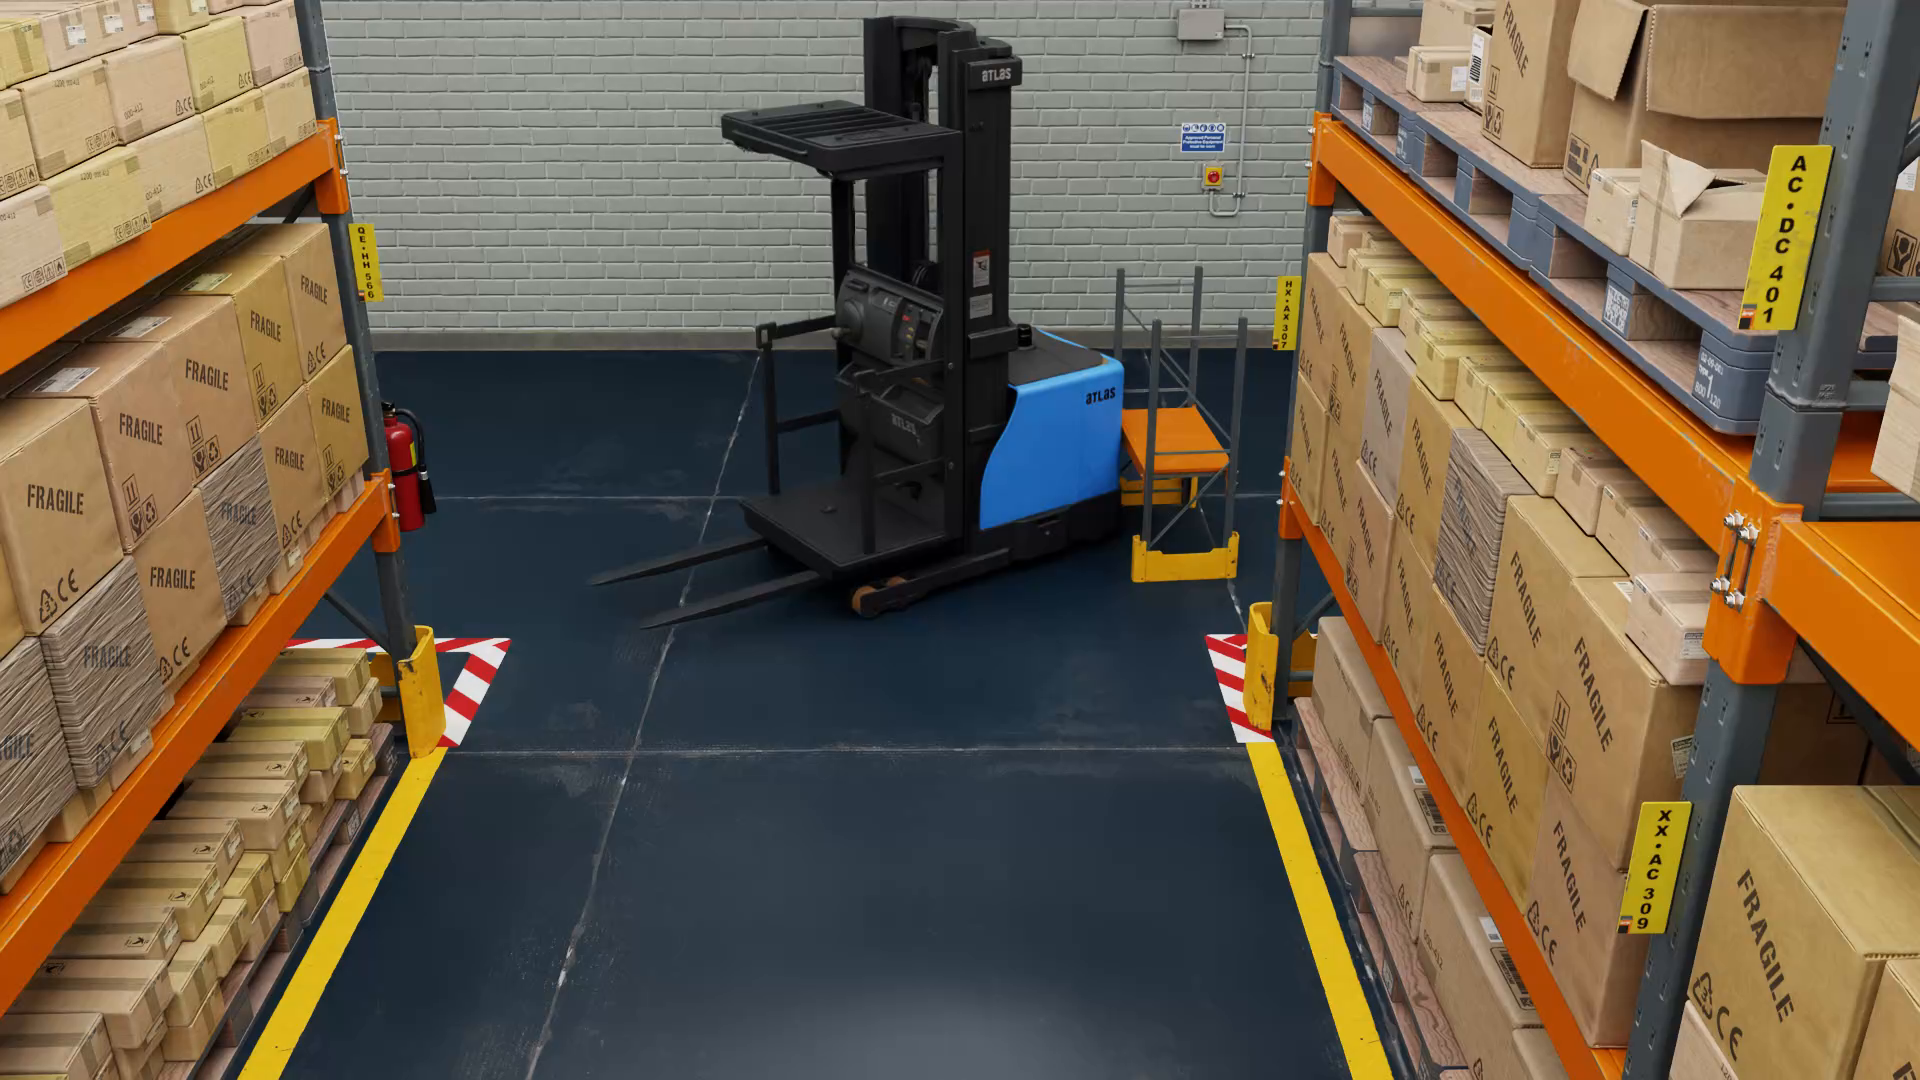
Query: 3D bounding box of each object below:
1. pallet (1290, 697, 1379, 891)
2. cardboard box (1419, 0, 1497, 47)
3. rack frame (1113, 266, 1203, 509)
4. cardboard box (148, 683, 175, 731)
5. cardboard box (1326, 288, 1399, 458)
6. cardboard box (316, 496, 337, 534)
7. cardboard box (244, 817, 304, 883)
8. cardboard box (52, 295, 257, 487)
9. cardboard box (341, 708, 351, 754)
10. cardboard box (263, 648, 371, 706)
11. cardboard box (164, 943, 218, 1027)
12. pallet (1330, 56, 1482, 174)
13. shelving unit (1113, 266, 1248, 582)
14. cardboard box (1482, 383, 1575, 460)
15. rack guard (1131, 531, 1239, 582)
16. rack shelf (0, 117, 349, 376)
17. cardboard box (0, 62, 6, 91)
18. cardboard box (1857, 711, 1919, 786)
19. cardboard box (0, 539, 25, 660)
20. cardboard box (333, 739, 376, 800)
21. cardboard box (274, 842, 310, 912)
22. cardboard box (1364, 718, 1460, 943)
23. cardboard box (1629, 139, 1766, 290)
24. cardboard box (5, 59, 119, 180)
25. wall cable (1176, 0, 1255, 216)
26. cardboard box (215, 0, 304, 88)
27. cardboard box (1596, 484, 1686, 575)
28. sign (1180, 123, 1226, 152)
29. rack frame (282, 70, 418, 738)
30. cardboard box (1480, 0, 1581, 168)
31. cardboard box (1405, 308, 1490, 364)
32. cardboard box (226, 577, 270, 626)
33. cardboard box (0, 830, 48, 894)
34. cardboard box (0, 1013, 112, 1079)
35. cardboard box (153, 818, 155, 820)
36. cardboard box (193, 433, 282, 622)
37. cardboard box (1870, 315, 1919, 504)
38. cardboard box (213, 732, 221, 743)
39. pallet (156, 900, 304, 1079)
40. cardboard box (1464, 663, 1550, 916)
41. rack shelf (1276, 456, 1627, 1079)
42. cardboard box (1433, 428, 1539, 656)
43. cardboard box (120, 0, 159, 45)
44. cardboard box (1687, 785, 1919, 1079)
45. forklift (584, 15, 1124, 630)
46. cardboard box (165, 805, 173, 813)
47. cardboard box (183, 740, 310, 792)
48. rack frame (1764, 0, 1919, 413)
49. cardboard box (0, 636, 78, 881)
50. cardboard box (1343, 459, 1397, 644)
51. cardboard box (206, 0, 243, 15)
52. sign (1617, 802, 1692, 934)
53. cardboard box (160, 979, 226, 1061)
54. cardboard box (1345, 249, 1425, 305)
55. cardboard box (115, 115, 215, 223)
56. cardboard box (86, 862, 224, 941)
[{"bbox_3d":[2.038,1.062,7.146,1.003,0.211,1.213,0,24,-1],"label":"pallet"},{"bbox_3d":[2.046,-1.888,6.196,0.500,0.250,0.500,-2,24,-5],"label":"cardboard box"},{"bbox_3d":[1.154,-0.886,9.889,0.500,1.500,0.032,-2,24,-5],"label":"rack frame"},{"bbox_3d":[-2.742,0.518,5.270,0.380,0.149,0.250,1,24,1],"label":"cardboard box"},{"bbox_3d":[1.685,-0.627,6.162,0.500,0.500,0.500,-1,24,-2],"label":"cardboard box"},{"bbox_3d":[-2.746,-0.124,6.688,0.380,0.149,0.250,0,24,-1],"label":"cardboard box"},{"bbox_3d":[-2.680,1.142,6.174,0.380,0.149,0.250,0,24,0],"label":"cardboard box"},{"bbox_3d":[-2.723,-0.500,5.520,0.500,0.500,0.500,1,24,2],"label":"cardboard box"},{"bbox_3d":[-2.757,0.822,6.881,0.380,0.149,0.250,-1,24,-2],"label":"cardboard box"},{"bbox_3d":[-2.738,0.580,7.056,0.380,0.149,0.250,0,24,0],"label":"cardboard box"},{"bbox_3d":[-2.688,1.463,5.465,0.380,0.149,0.250,0,24,-1],"label":"cardboard box"},{"bbox_3d":[1.970,-1.558,6.023,1.003,0.211,1.213,0,24,-1],"label":"pallet"},{"bbox_3d":[1.202,-0.681,9.436,0.587,1.500,1.083,-2,24,-5],"label":"shelving unit"},{"bbox_3d":[1.723,-0.339,4.737,0.380,0.149,0.250,-1,24,-2],"label":"cardboard box"},{"bbox_3d":[1.250,0.092,9.242,0.587,0.250,0.087,-2,24,-5],"label":"rack guard"},{"bbox_3d":[-2.975,-0.689,4.866,1.077,0.370,4.000,0,24,-1],"label":"rack shelf"},{"bbox_3d":[-2.681,-1.196,4.207,0.380,0.149,0.250,1,24,2],"label":"cardboard box"},{"bbox_3d":[2.232,0.412,3.864,0.500,0.500,0.500,0,24,0],"label":"cardboard box"},{"bbox_3d":[-2.736,0.137,4.111,0.500,0.500,0.500,-1,24,-2],"label":"cardboard box"},{"bbox_3d":[-2.679,0.955,6.948,0.380,0.149,0.250,0,24,1],"label":"cardboard box"},{"bbox_3d":[-2.681,1.271,6.250,0.380,0.149,0.250,-1,24,-3],"label":"cardboard box"},{"bbox_3d":[2.077,1.087,6.306,0.875,0.438,0.875,0,24,1],"label":"cardboard box"},{"bbox_3d":[1.668,-0.694,3.536,0.396,0.266,0.258,1,24,1],"label":"cardboard box"},{"bbox_3d":[-2.734,-1.182,4.658,0.500,0.250,0.500,-1,24,-3],"label":"cardboard box"},{"bbox_3d":[1.867,-3.338,12.220,0.585,1.953,0.123,0,24,-1],"label":"wall cable"},{"bbox_3d":[-2.738,-1.811,6.050,0.500,0.250,0.500,-1,24,-2],"label":"cardboard box"},{"bbox_3d":[1.786,-0.024,4.040,0.380,0.149,0.250,0,24,0],"label":"cardboard box"},{"bbox_3d":[1.818,-3.009,12.436,0.327,0.218,0.001,0,24,-1],"label":"sign"},{"bbox_3d":[-2.997,-0.474,7.158,1.000,3.000,0.127,0,24,-1],"label":"rack frame"},{"bbox_3d":[1.824,-1.356,4.715,0.500,0.500,0.500,0,24,0],"label":"cardboard box"},{"bbox_3d":[1.678,-0.652,5.430,0.380,0.149,0.250,0,24,0],"label":"cardboard box"},{"bbox_3d":[-2.728,0.193,5.987,0.380,0.149,0.250,-1,24,-3],"label":"cardboard box"},{"bbox_3d":[-2.759,0.843,4.551,0.380,0.149,0.250,-1,24,-3],"label":"cardboard box"},{"bbox_3d":[-2.771,1.543,4.927,0.380,0.149,0.250,-1,24,-2],"label":"cardboard box"},{"bbox_3d":[-3.218,1.144,6.170,0.380,0.149,0.250,-1,24,-3],"label":"cardboard box"},{"bbox_3d":[-2.719,-0.050,5.738,0.500,0.500,0.500,0,24,0],"label":"cardboard box"},{"bbox_3d":[1.651,-0.179,2.518,0.396,0.266,0.258,0,24,-1],"label":"cardboard box"},{"bbox_3d":[-3.302,0.828,6.867,0.380,0.149,0.250,0,24,-1],"label":"cardboard box"},{"bbox_3d":[-3.012,1.664,5.814,1.003,0.211,1.213,0,24,-1],"label":"pallet"},{"bbox_3d":[1.723,0.663,4.523,0.500,0.500,0.500,-1,24,-2],"label":"cardboard box"},{"bbox_3d":[1.973,0.614,5.625,1.077,0.370,4.000,0,24,-1],"label":"rack shelf"},{"bbox_3d":[1.702,-0.003,4.781,0.500,0.500,0.500,0,24,0],"label":"cardboard box"},{"bbox_3d":[-2.738,-1.625,5.155,0.380,0.149,0.250,-1,24,-2],"label":"cardboard box"},{"bbox_3d":[1.712,0.792,3.024,0.500,0.500,0.500,0,24,0],"label":"cardboard box"},{"bbox_3d":[-0.552,-1.168,8.775,3.031,2.935,1.130,-17,29,-32],"label":"forklift"},{"bbox_3d":[-3.217,1.061,6.714,0.380,0.149,0.250,0,24,0],"label":"cardboard box"},{"bbox_3d":[-2.723,0.897,6.356,0.380,0.149,0.250,-1,24,-3],"label":"cardboard box"},{"bbox_3d":[1.995,-1.623,2.418,1.000,3.000,0.127,0,24,-1],"label":"rack frame"},{"bbox_3d":[-2.719,0.584,4.336,0.500,0.500,0.500,0,24,-1],"label":"cardboard box"},{"bbox_3d":[1.691,0.034,5.914,0.500,0.500,0.500,0,24,-1],"label":"cardboard box"},{"bbox_3d":[-2.773,-1.944,5.860,0.380,0.149,0.250,0,24,0],"label":"cardboard box"},{"bbox_3d":[1.440,0.683,3.453,0.100,0.325,0.005,0,24,-1],"label":"sign"},{"bbox_3d":[-2.691,1.596,5.531,0.380,0.149,0.250,-1,24,-2],"label":"cardboard box"},{"bbox_3d":[1.641,-0.972,6.137,0.380,0.149,0.250,0,24,1],"label":"cardboard box"},{"bbox_3d":[-2.723,-1.171,5.242,0.500,0.250,0.500,1,24,2],"label":"cardboard box"},{"bbox_3d":[-2.742,1.224,5.632,0.380,0.149,0.250,0,24,0],"label":"cardboard box"}]
